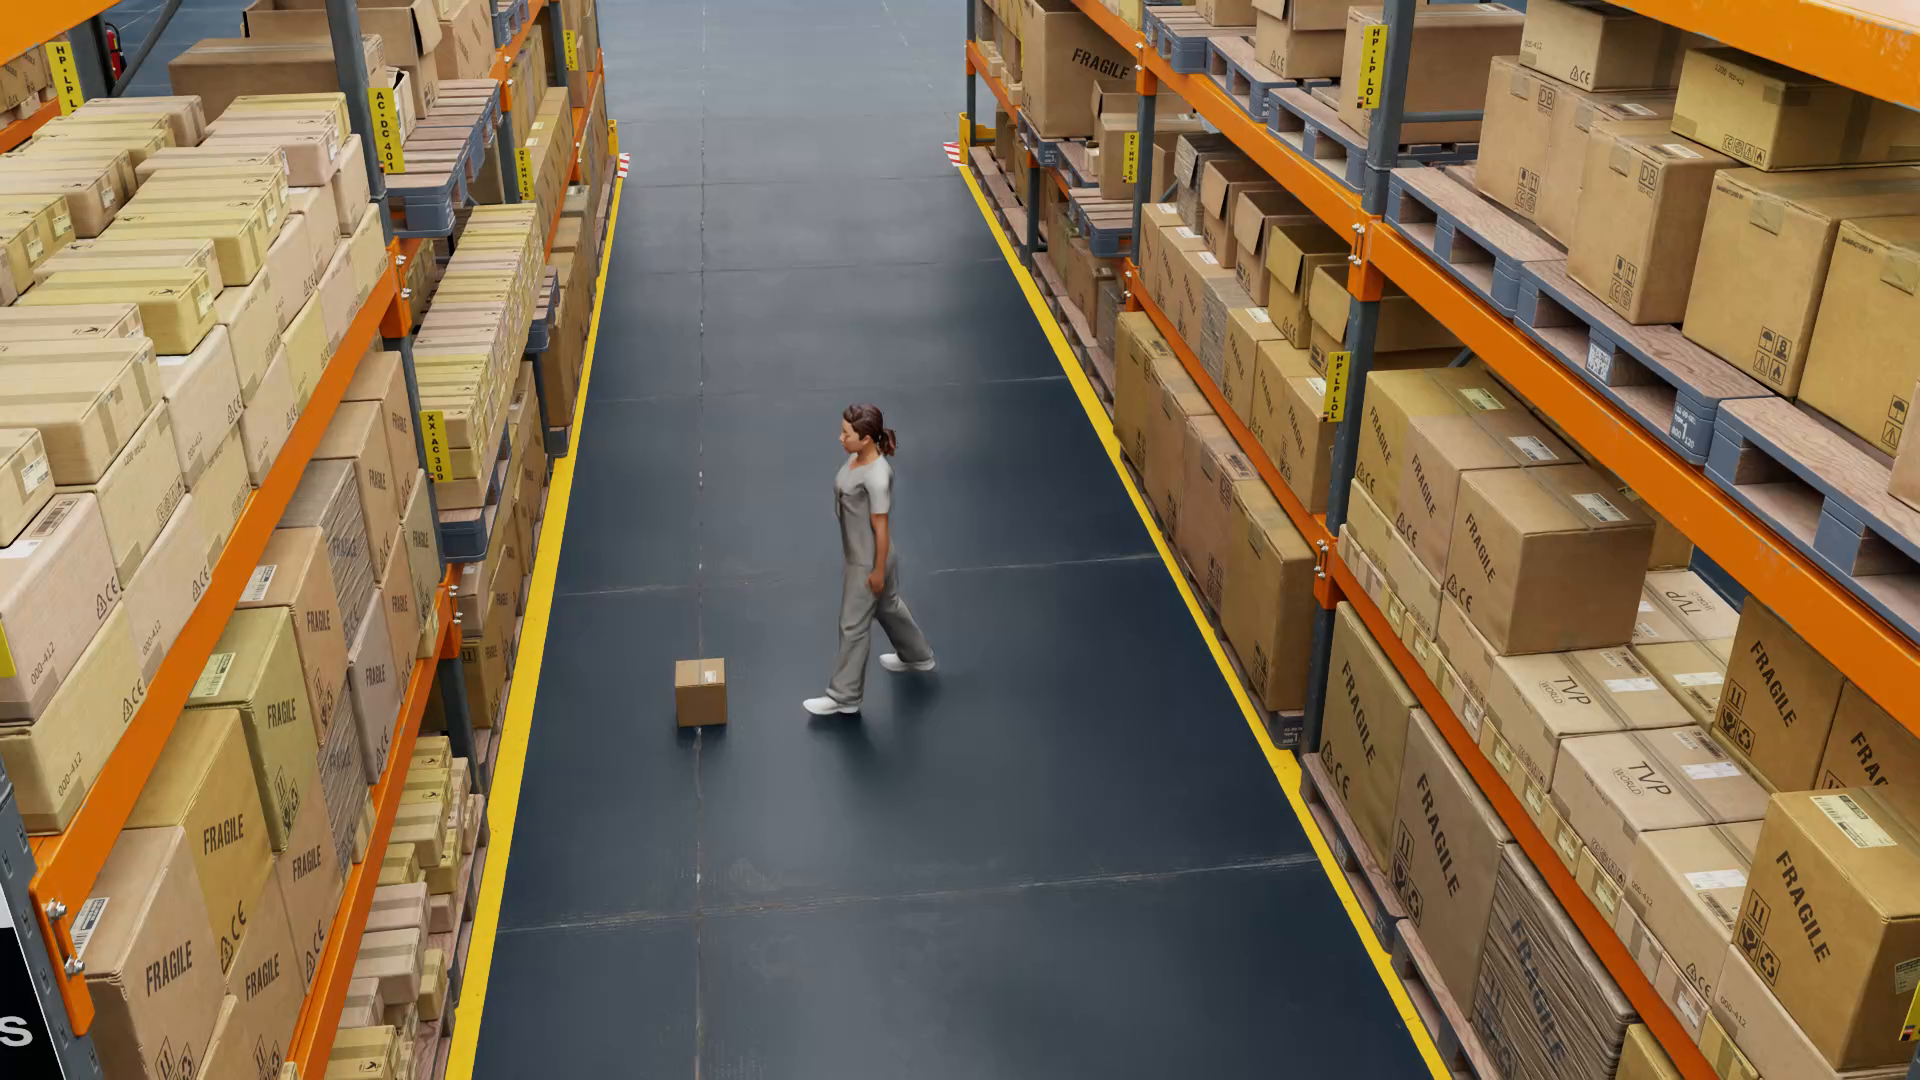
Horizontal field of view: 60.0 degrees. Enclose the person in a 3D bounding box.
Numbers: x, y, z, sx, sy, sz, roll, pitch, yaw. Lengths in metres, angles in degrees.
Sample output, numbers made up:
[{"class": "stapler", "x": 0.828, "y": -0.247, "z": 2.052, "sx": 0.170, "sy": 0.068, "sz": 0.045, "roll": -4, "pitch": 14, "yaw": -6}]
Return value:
[{"class": "person", "x": -0.481, "y": 0.073, "z": 8.478, "sx": 0.759, "sy": 1.664, "sz": 0.470, "roll": -6, "pitch": 28, "yaw": -12}]
